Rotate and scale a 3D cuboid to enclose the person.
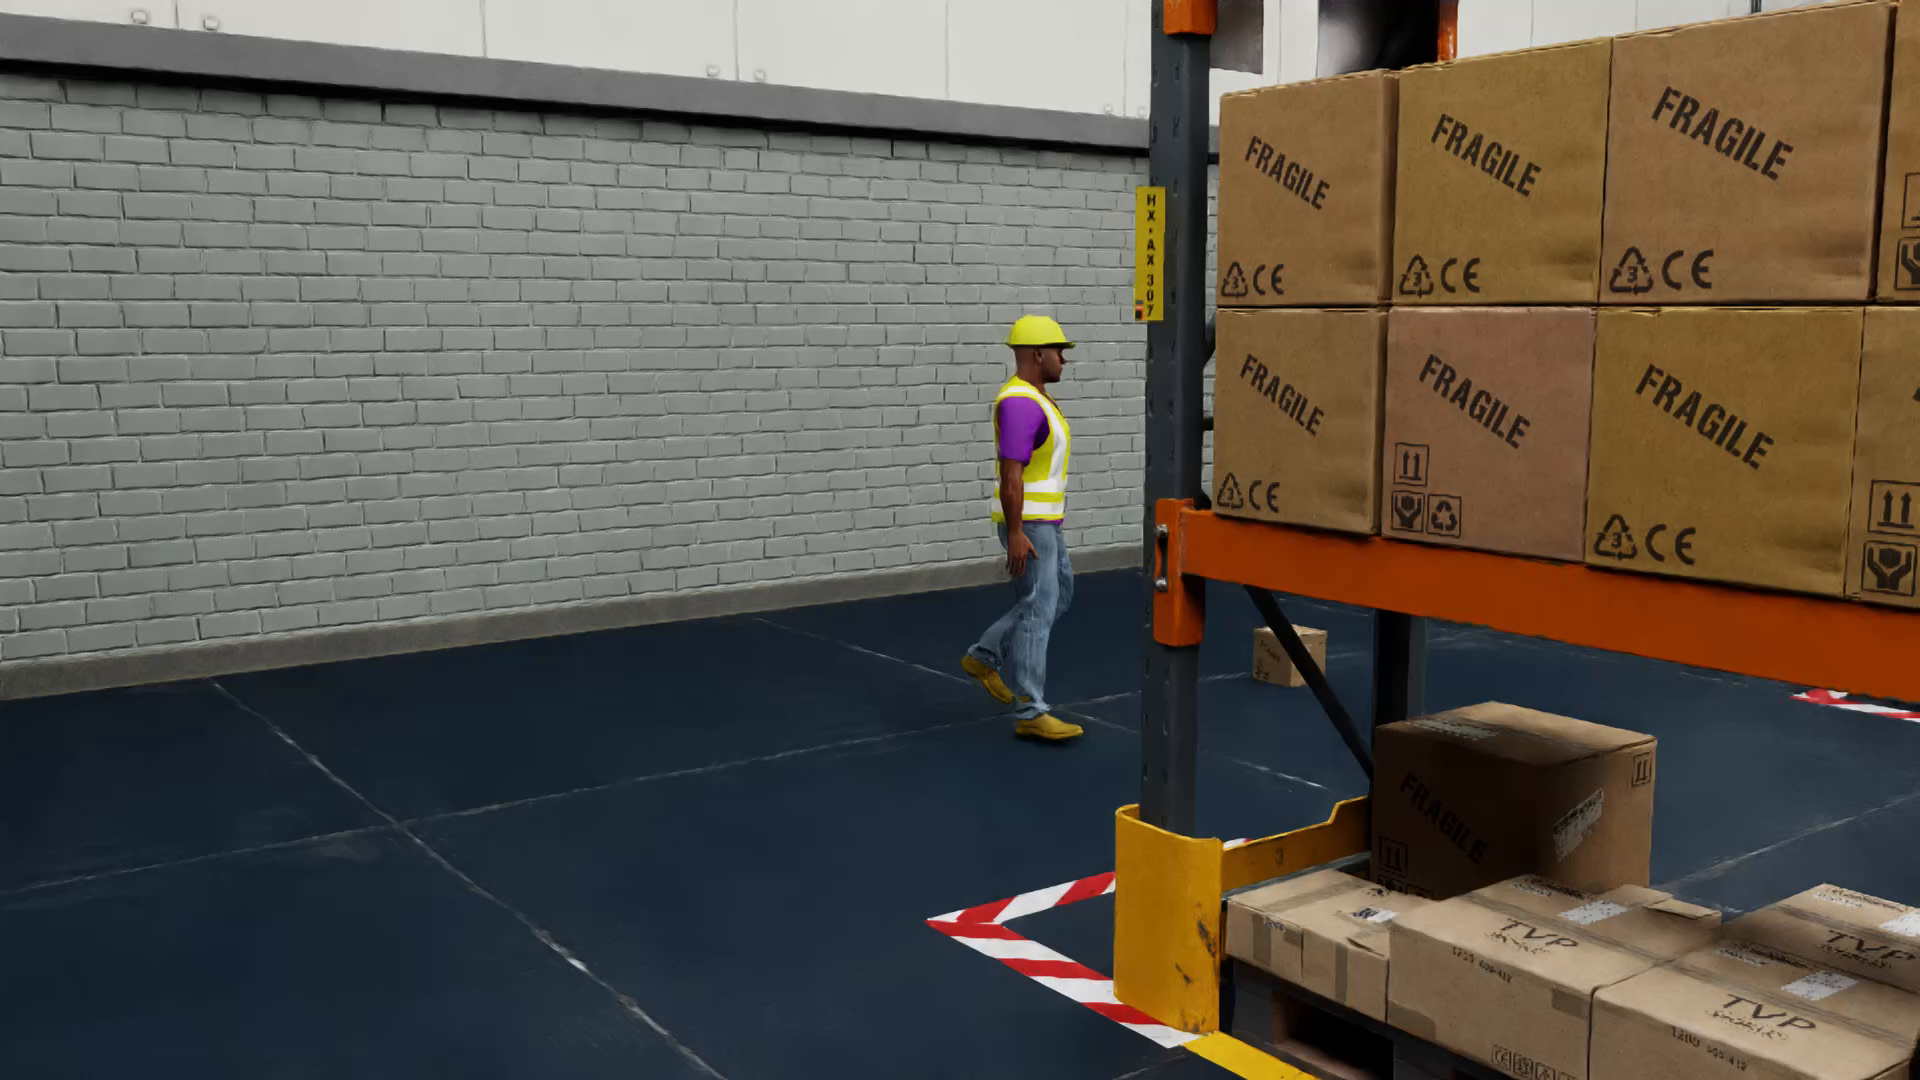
[{"bbox_3d":[0.264,-0.076,7.141,0.548,1.764,0.644,1,8,4],"label":"person"}]
